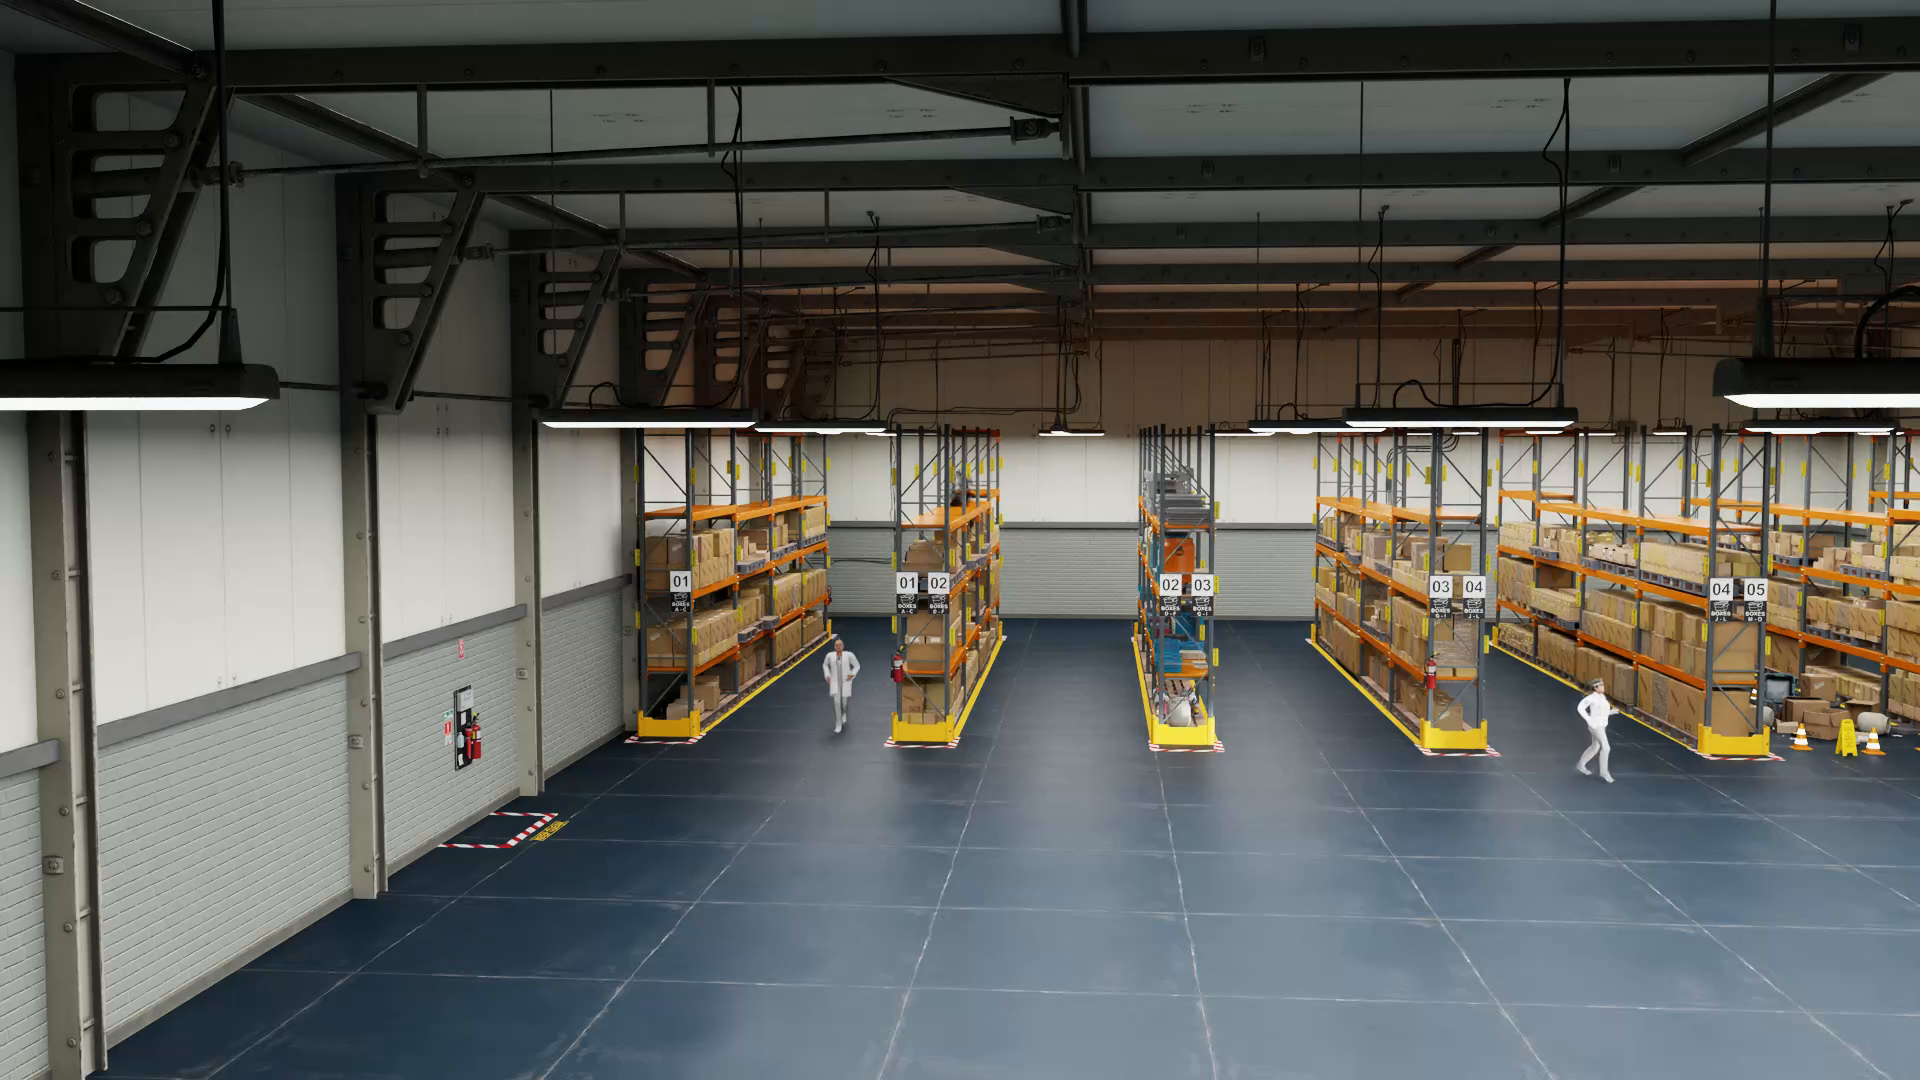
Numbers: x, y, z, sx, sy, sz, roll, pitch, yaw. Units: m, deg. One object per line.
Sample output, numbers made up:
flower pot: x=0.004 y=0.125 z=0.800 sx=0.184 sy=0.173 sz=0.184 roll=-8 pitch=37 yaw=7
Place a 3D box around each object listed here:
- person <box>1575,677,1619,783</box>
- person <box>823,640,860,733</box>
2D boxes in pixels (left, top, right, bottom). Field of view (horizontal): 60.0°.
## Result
person: x=10.705 y=3.173 z=27.954 sx=0.701 sy=1.747 sz=0.597 roll=3 pitch=5 yaw=41
person: x=-2.337 y=2.853 z=32.786 sx=0.733 sy=1.806 sz=0.853 roll=0 pitch=3 yaw=1
